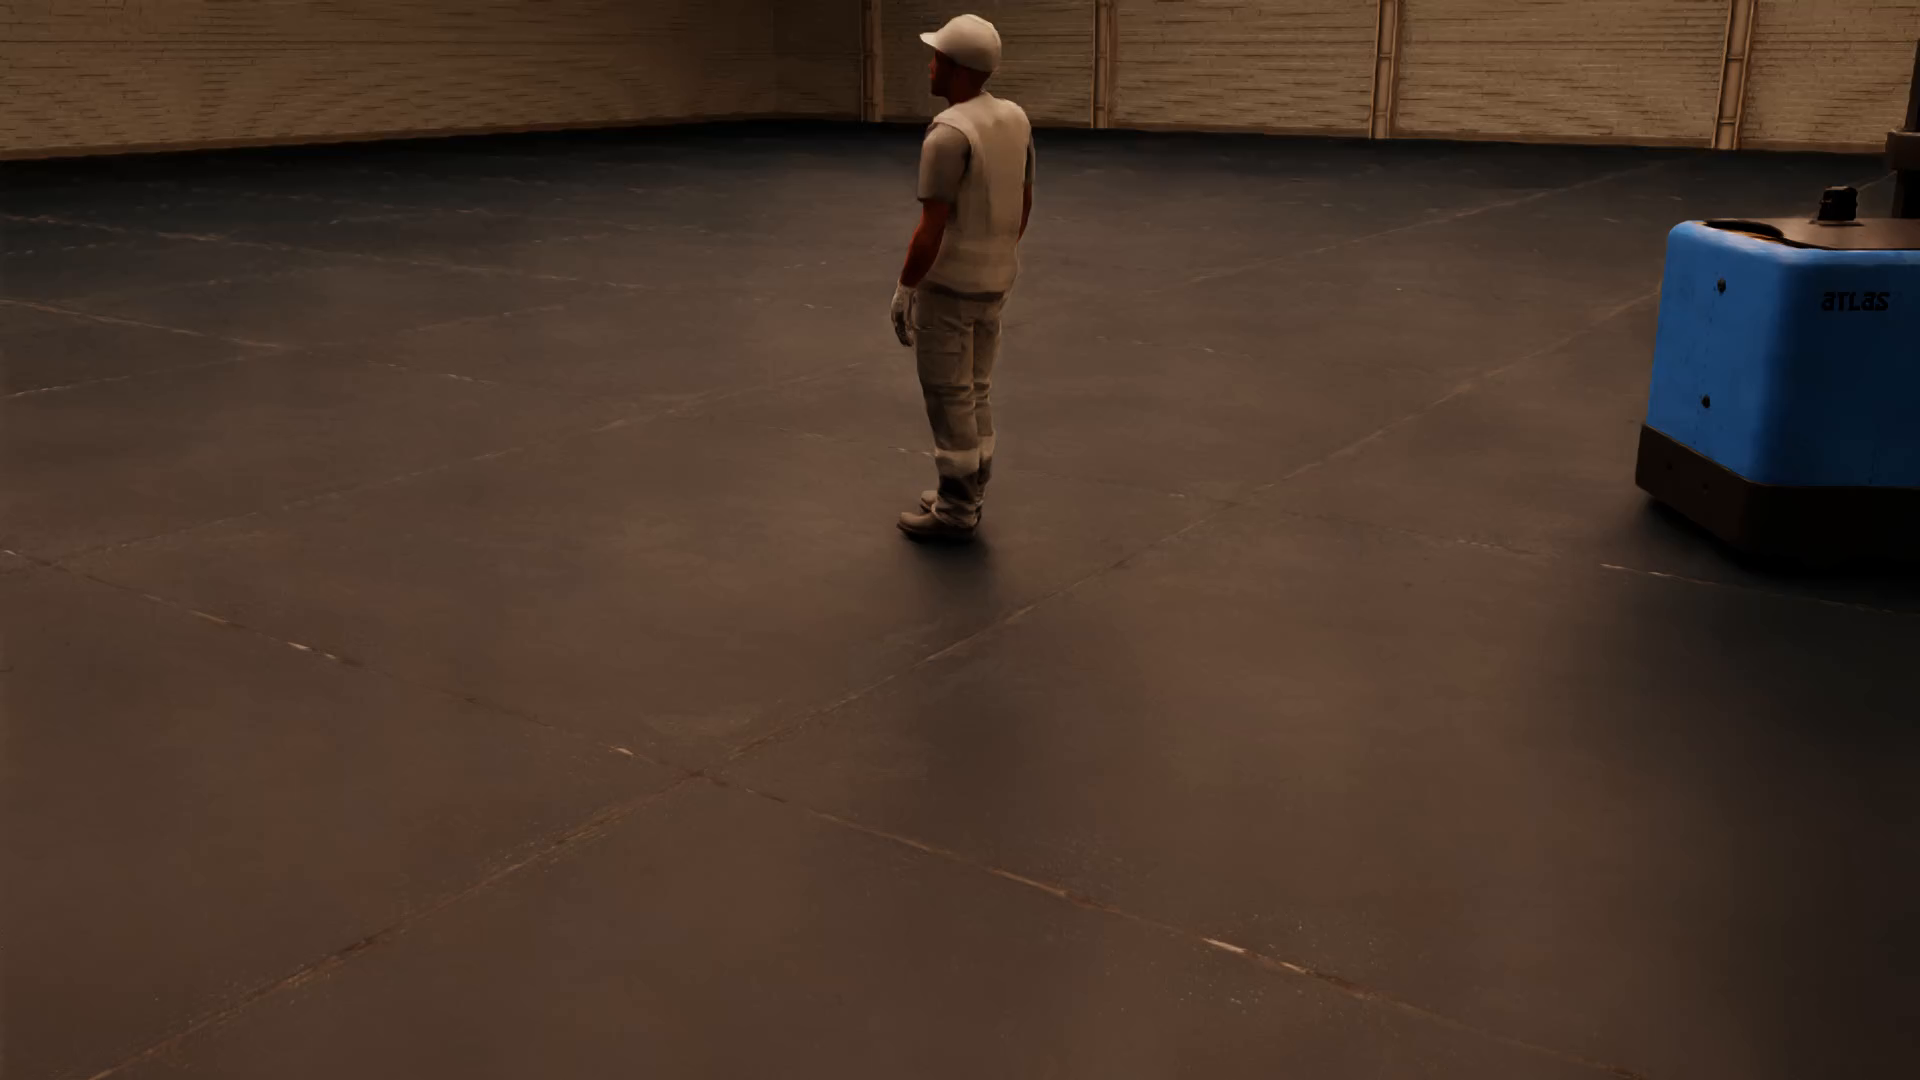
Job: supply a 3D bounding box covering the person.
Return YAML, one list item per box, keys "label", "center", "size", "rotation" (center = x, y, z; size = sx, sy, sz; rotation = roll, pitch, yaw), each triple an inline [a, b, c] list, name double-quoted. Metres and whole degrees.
- label: "person"
  center: [-0.060, -0.879, 5.743]
  size: [0.563, 1.787, 0.637]
  rotation: [11, 20, 33]

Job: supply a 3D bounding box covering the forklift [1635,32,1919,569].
- label: "forklift"
  center: [4.123, -1.430, 5.613]
  size: [3.031, 2.935, 1.130]
  rotation: [0, 17, 0]
